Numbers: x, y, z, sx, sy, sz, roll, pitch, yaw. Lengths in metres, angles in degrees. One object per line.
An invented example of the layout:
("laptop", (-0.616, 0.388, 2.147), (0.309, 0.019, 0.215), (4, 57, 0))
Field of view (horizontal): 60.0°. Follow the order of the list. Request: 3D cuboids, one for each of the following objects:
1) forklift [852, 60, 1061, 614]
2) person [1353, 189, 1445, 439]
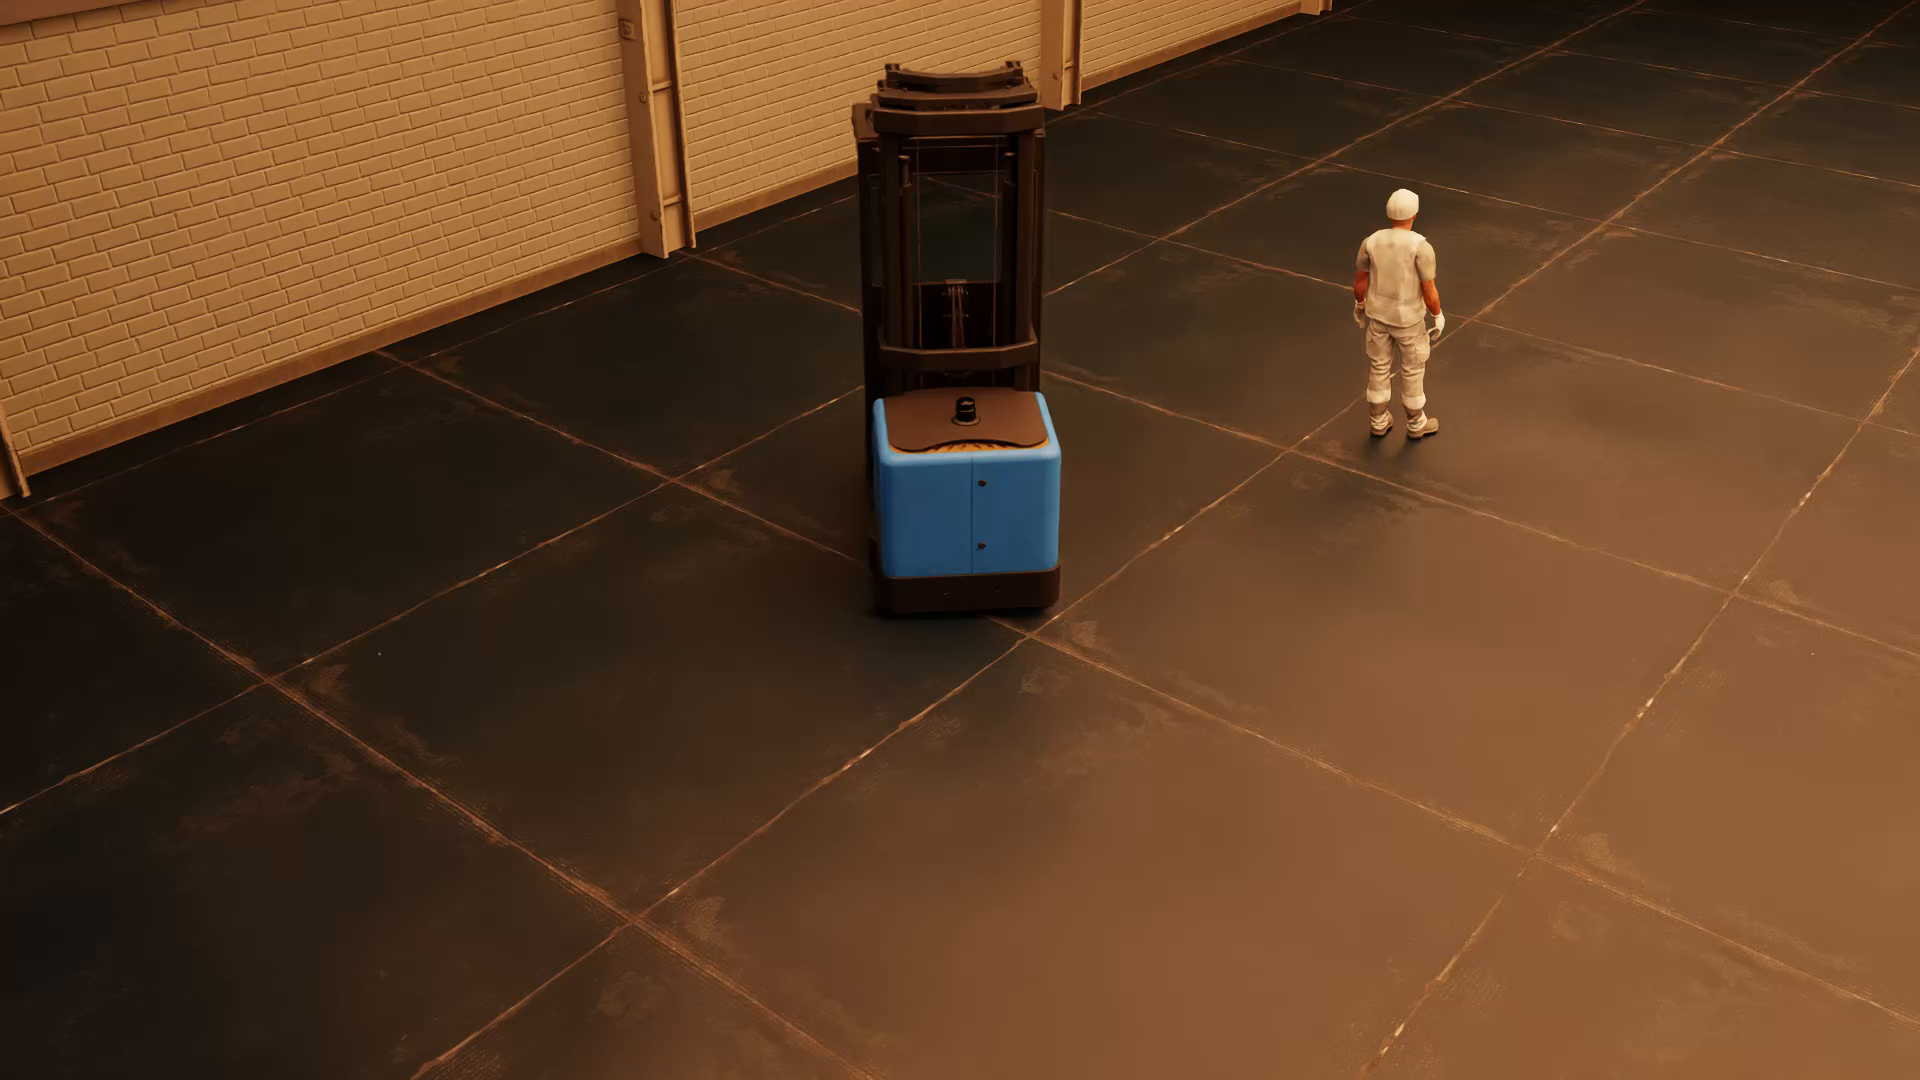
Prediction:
("forklift", (-0.074, -1.557, 10.259), (1.130, 2.935, 3.031), (-3, 30, -5))
("person", (3.021, -1.554, 11.372), (0.638, 1.788, 0.564), (21, 36, 32))
